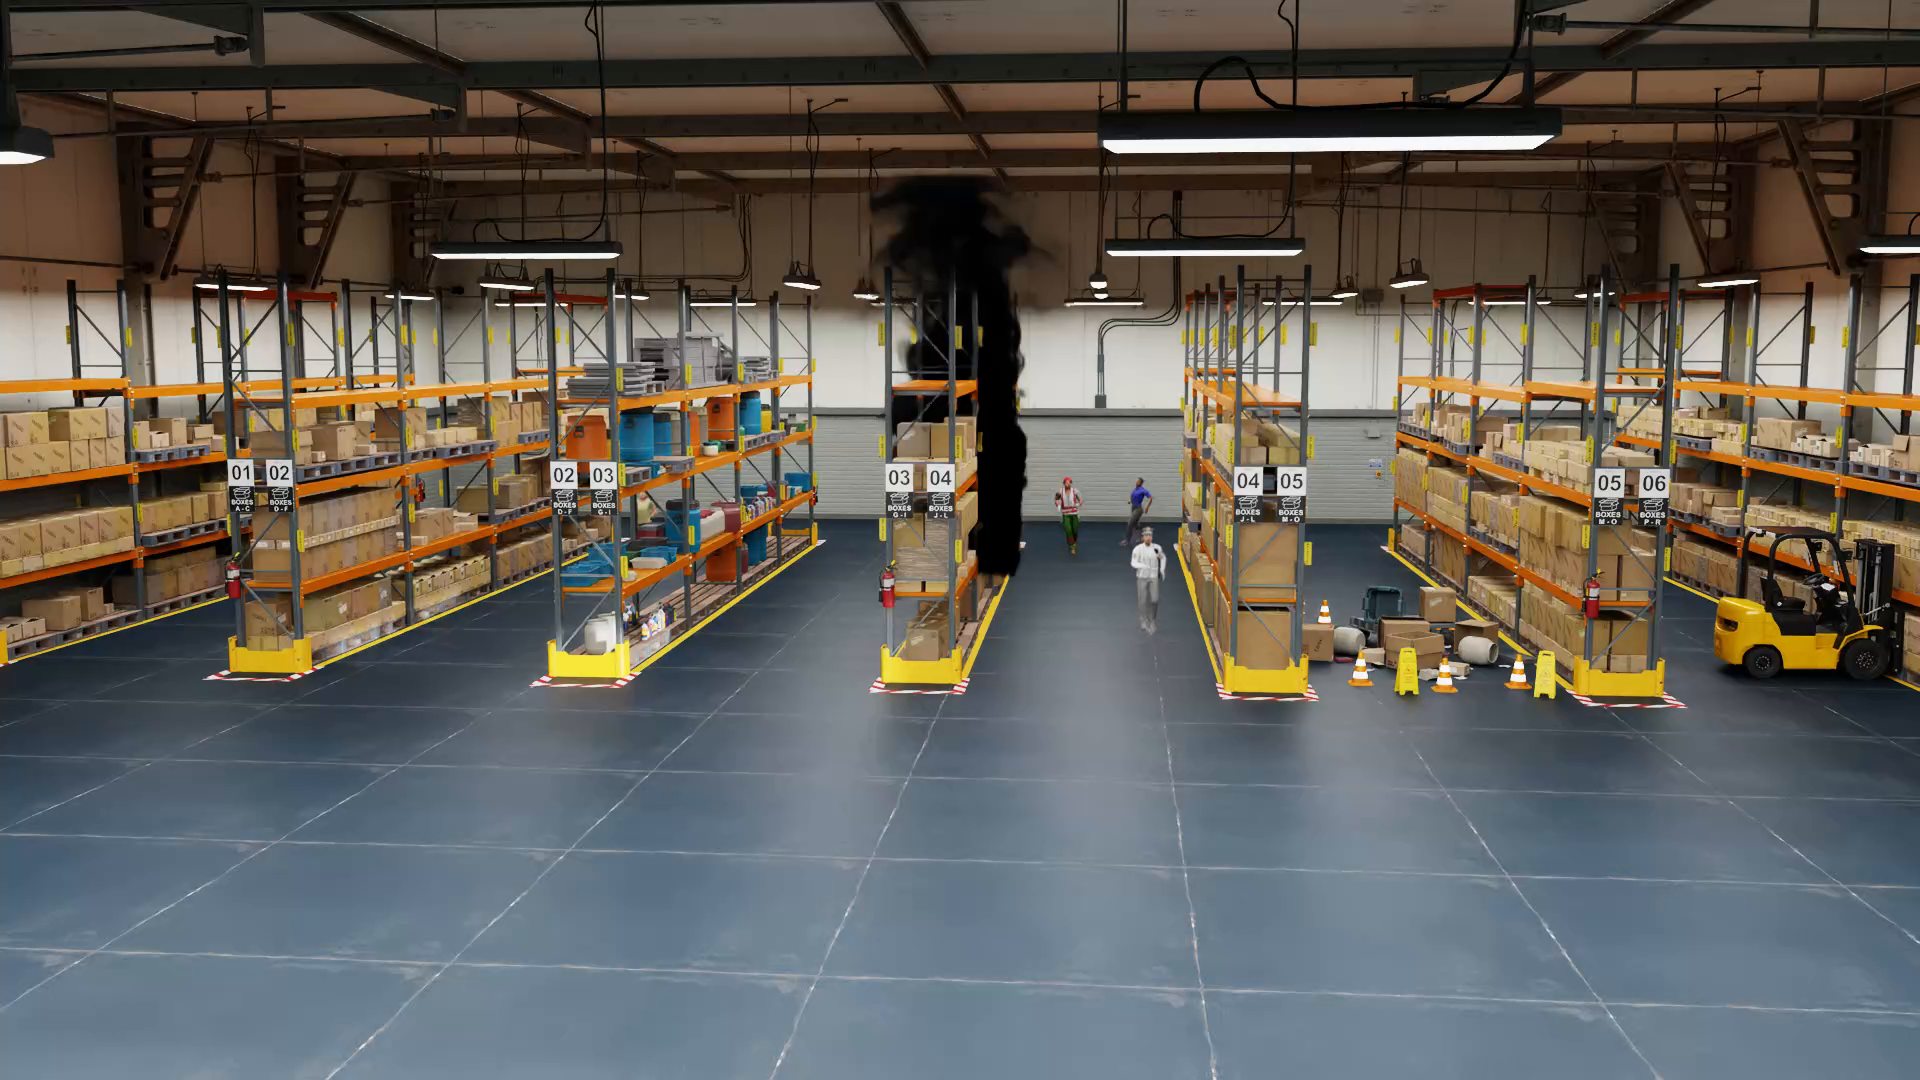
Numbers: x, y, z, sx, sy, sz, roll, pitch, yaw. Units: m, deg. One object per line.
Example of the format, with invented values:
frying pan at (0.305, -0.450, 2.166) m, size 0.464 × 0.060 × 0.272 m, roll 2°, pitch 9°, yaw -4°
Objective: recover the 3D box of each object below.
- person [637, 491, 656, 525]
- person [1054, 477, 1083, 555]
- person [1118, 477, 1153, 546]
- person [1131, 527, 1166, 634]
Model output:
person at (-7.161, -0.362, 37.636) m, size 0.582 × 1.628 × 0.561 m, roll -1°, pitch 7°, yaw -7°
person at (2.531, -0.581, 38.743) m, size 0.665 × 1.790 × 0.900 m, roll 0°, pitch 7°, yaw -1°
person at (4.274, -0.694, 40.141) m, size 0.842 × 1.652 × 0.654 m, roll -3°, pitch 8°, yaw -24°
person at (3.032, 0.653, 26.682) m, size 0.583 × 1.729 × 0.651 m, roll 0°, pitch 7°, yaw 2°
